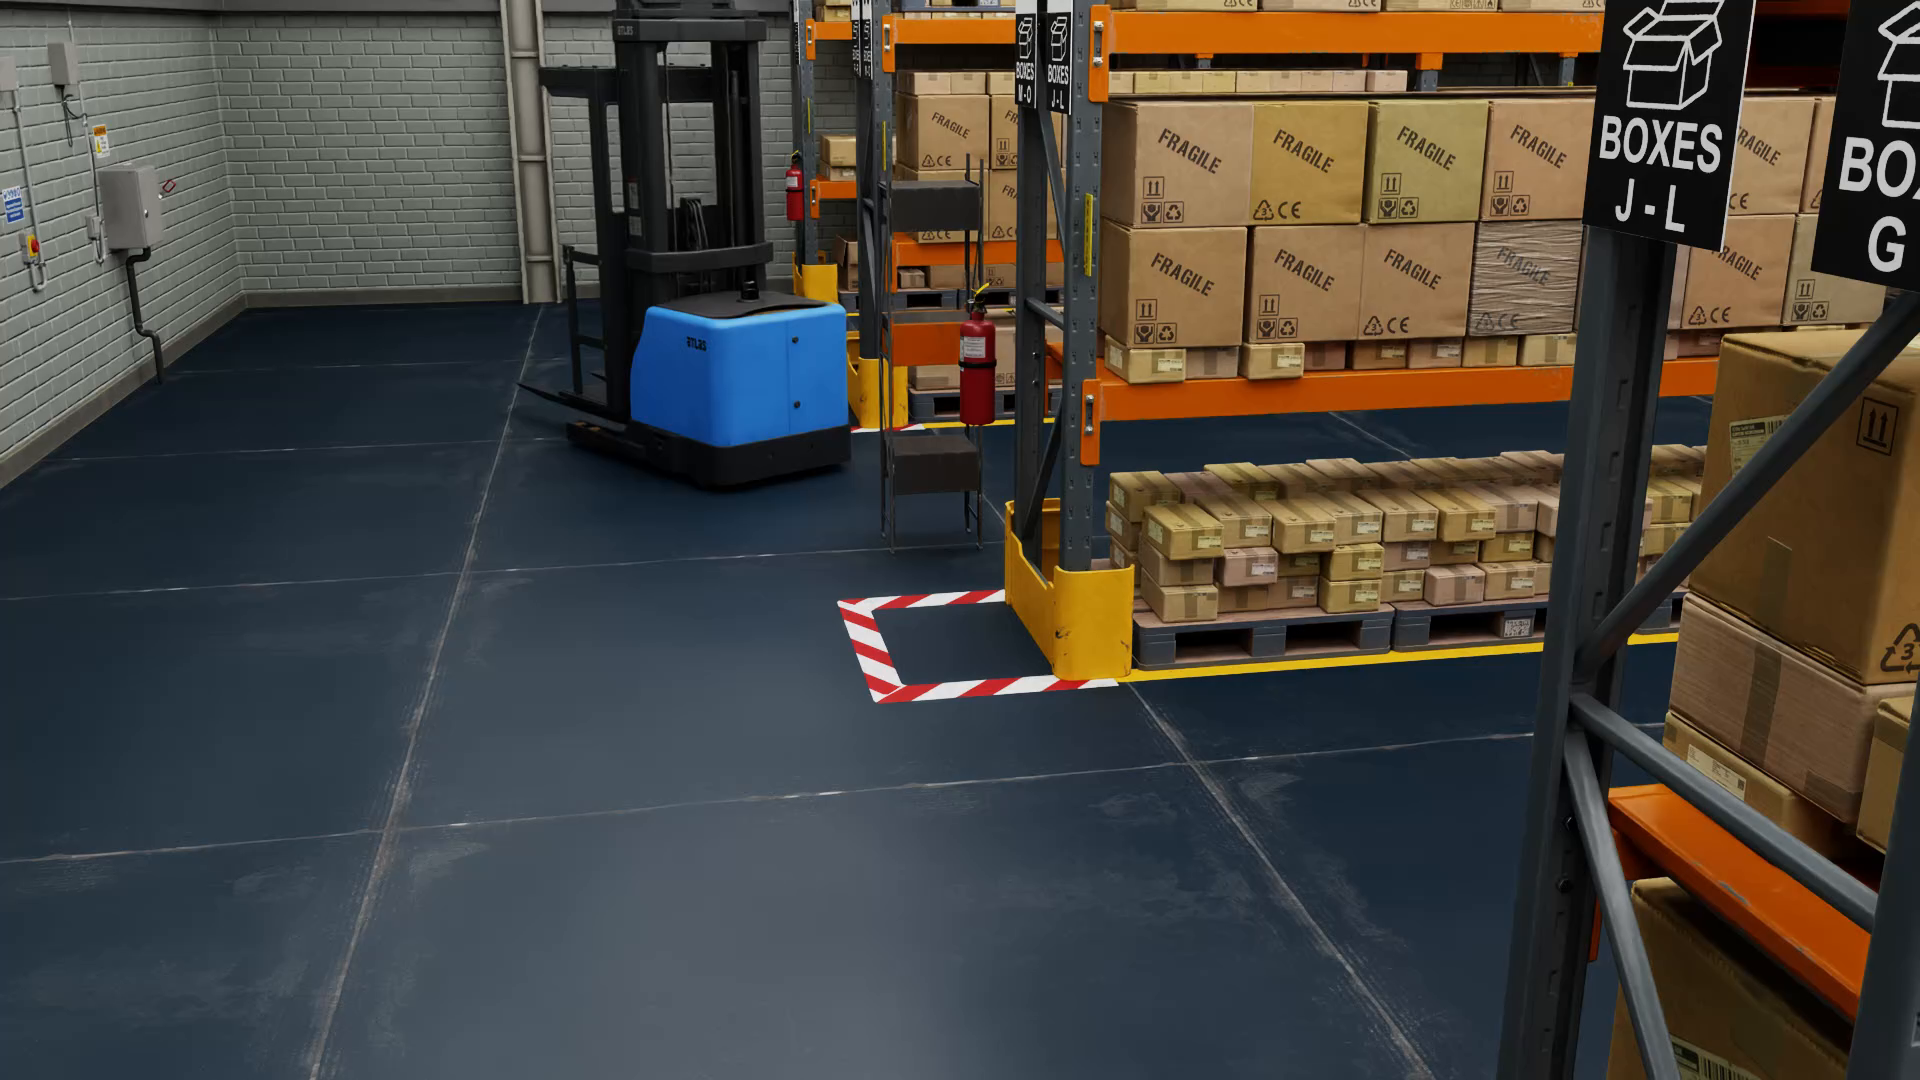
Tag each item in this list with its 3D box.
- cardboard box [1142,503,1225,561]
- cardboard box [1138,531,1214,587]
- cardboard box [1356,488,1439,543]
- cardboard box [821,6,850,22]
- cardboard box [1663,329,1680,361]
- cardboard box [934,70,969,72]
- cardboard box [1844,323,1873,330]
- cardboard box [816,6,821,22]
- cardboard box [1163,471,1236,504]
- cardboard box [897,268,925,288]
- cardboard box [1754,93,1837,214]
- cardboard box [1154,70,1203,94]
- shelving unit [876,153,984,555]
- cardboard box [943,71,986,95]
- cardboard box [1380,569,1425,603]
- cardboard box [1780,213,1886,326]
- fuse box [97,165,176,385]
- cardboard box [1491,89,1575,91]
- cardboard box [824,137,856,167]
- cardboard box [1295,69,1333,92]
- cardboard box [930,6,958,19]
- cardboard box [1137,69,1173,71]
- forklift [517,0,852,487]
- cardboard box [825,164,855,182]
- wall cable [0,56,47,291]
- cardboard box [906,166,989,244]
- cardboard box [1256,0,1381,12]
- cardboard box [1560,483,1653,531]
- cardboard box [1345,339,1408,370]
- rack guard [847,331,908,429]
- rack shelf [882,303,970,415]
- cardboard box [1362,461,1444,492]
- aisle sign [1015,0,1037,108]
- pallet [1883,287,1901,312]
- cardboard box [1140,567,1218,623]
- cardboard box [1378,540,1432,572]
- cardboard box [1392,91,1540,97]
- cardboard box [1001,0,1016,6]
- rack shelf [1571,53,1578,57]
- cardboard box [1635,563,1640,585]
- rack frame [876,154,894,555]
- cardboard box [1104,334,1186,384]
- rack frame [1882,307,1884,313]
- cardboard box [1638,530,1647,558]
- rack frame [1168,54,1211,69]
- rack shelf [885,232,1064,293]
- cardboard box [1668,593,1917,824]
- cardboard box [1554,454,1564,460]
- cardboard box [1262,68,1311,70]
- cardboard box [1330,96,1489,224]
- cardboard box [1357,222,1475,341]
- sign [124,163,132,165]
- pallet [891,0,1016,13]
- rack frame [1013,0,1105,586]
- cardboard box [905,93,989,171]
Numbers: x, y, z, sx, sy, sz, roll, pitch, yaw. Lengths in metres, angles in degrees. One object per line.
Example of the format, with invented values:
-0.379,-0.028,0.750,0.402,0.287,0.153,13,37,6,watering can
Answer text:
0.997,-0.039,7.456,0.250,0.149,0.380,-4,18,-13,cardboard box
0.981,0.079,7.578,0.250,0.149,0.380,-3,17,-8,cardboard box
2.019,-0.116,7.709,0.250,0.149,0.380,-3,17,-8,cardboard box
-1.208,-5.102,16.132,0.250,0.149,0.380,-3,17,-9,cardboard box
3.085,-0.930,7.659,0.250,0.149,0.380,-4,18,-13,cardboard box
-0.061,-3.341,12.103,0.250,0.149,0.380,-3,17,-9,cardboard box
4.110,-1.005,7.901,0.250,0.149,0.380,-3,17,-11,cardboard box
-1.295,-5.236,16.568,0.250,0.149,0.380,-3,17,-9,cardboard box
1.147,-0.208,8.006,0.250,0.149,0.380,-3,17,-9,cardboard box
-0.522,-2.694,17.116,0.250,0.149,0.380,-4,18,-13,cardboard box
3.935,-1.772,7.592,0.500,0.500,0.500,-4,17,-12,cardboard box
1.560,-3.285,11.921,0.250,0.149,0.380,-3,17,-10,cardboard box
-0.163,-0.995,8.974,0.503,2.100,0.431,-3,17,-10,shelving unit
0.025,-3.217,11.700,0.250,0.149,0.380,-3,17,-9,cardboard box
1.981,0.162,7.817,0.250,0.149,0.380,-3,17,-10,cardboard box
3.924,-1.290,7.725,0.500,0.500,0.500,-3,17,-10,cardboard box
-6.407,-2.084,13.181,0.414,1.711,0.539,-3,17,-10,fuse box
4.288,-3.133,12.530,0.500,0.500,0.500,-3,17,-11,cardboard box
-1.069,-3.855,16.504,0.500,0.250,0.500,-3,17,-10,cardboard box
2.539,-3.362,12.170,0.250,0.149,0.380,-3,17,-10,cardboard box
-0.181,-5.134,16.238,0.250,0.149,0.380,-3,17,-11,cardboard box
1.449,-3.443,12.435,0.250,0.149,0.380,-3,17,-10,cardboard box
-2.051,-2.089,11.122,1.130,2.935,3.031,-14,22,-39,forklift
-1.191,-3.656,16.535,0.250,0.149,0.380,-3,17,-11,cardboard box
-6.152,-2.586,10.840,0.123,1.953,0.585,-3,17,-10,wall cable
-0.094,-2.398,11.841,0.500,0.500,0.500,-3,17,-11,cardboard box
1.425,-2.327,6.925,0.500,0.250,0.500,-3,17,-9,cardboard box
3.041,-0.160,7.852,0.250,0.149,0.380,-4,18,-13,cardboard box
1.814,-0.876,7.484,0.250,0.149,0.380,-3,17,-11,cardboard box
-0.644,-1.210,12.401,0.348,0.500,1.175,-3,17,-10,rack guard
-0.163,-0.981,8.978,0.480,0.518,0.431,-3,17,-10,rack shelf
2.177,-0.268,8.204,0.250,0.149,0.380,-4,17,-12,cardboard box
0.290,-2.310,7.297,0.004,0.787,0.394,-3,17,-10,aisle sign
5.124,-1.117,8.166,1.213,0.211,1.003,-3,17,-10,pallet
0.993,0.240,7.562,0.250,0.149,0.380,-3,17,-9,cardboard box
1.999,0.016,7.784,0.250,0.149,0.380,-4,18,-13,cardboard box
2.345,-1.841,7.815,0.500,0.500,0.500,-4,17,-12,cardboard box
0.426,-5.382,16.366,0.500,0.250,0.500,-4,17,-11,cardboard box
8.253,-5.484,18.175,4.000,0.370,1.077,-3,17,-10,rack shelf
3.009,0.132,7.914,0.250,0.149,0.380,-3,17,-11,cardboard box
-0.402,-0.981,8.929,0.015,2.100,0.400,-3,17,-10,rack frame
0.798,-0.789,7.199,0.250,0.149,0.380,-3,17,-11,cardboard box
7.235,-2.852,13.489,0.127,3.000,1.000,-3,17,-10,rack frame
3.062,-0.035,7.950,0.250,0.149,0.380,-3,17,-9,cardboard box
2.362,-4.060,17.422,0.127,3.000,1.000,-3,17,-10,rack frame
1.344,-2.174,12.507,4.000,0.370,1.077,-3,17,-10,rack shelf
1.685,0.276,3.052,0.500,0.250,0.500,-4,17,-11,cardboard box
3.196,-0.323,8.382,0.250,0.149,0.380,-4,17,-12,cardboard box
2.456,-3.477,12.546,0.250,0.149,0.380,-3,17,-11,cardboard box
1.919,-1.654,7.209,0.500,0.500,0.500,-4,17,-12,cardboard box
1.915,-1.181,7.372,0.500,0.500,0.500,-3,17,-10,cardboard box
-6.704,-2.785,13.432,0.001,0.494,0.329,-3,17,-10,sign
0.106,-3.842,11.755,1.213,0.211,1.003,-3,17,-10,pallet
0.418,-0.985,7.411,0.127,3.000,1.000,-3,17,-10,rack frame
-0.095,-2.877,11.696,0.500,0.500,0.500,-4,17,-12,cardboard box
